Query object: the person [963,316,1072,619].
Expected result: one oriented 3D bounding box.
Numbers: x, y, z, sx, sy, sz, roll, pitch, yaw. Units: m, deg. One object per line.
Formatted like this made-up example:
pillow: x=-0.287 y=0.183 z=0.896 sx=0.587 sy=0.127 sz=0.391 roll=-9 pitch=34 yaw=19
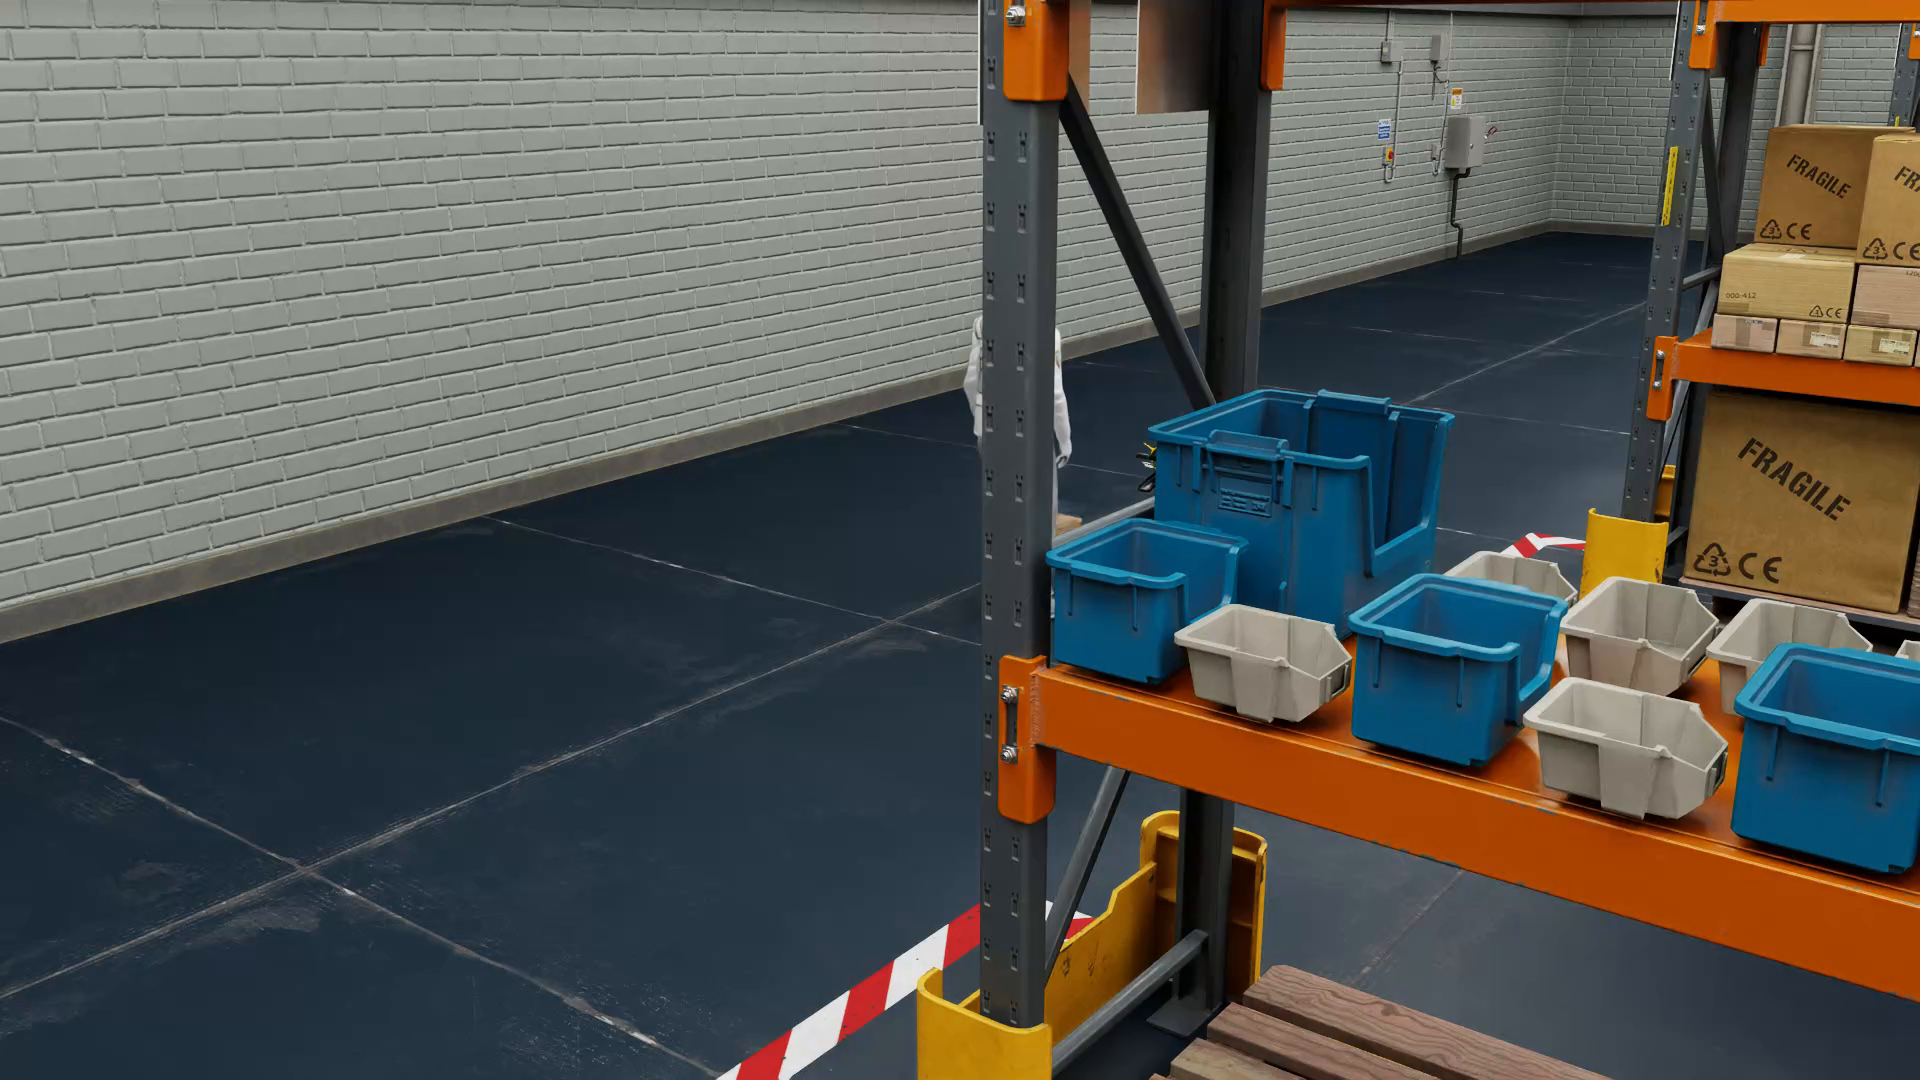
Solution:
person: x=0.261 y=-0.461 z=7.566 sx=0.512 sy=1.666 sz=0.360 roll=11 pitch=20 yaw=33
